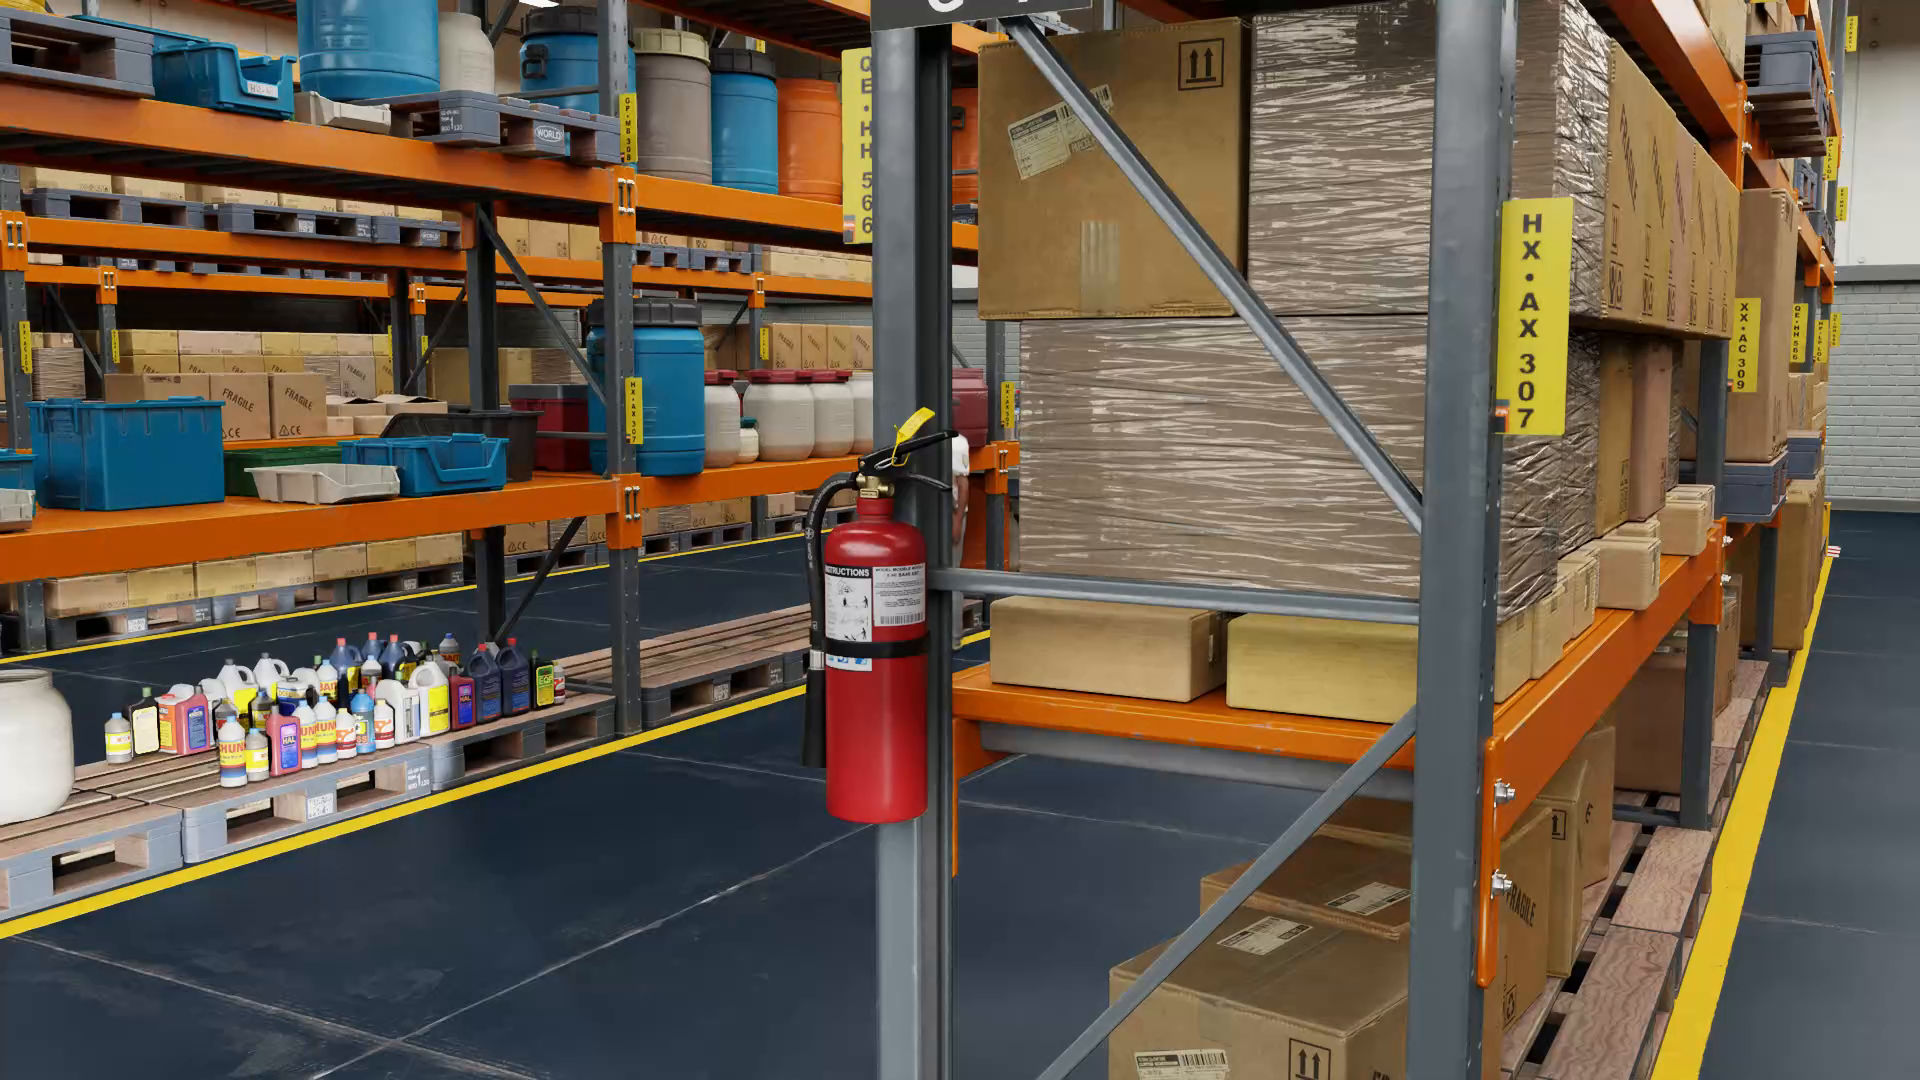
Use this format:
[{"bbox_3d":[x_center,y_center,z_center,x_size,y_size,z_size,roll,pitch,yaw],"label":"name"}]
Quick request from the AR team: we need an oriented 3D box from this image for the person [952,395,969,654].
[{"bbox_3d":[-0.174,-0.124,10.750,0.509,1.675,0.433,5,8,39],"label":"person"}]
